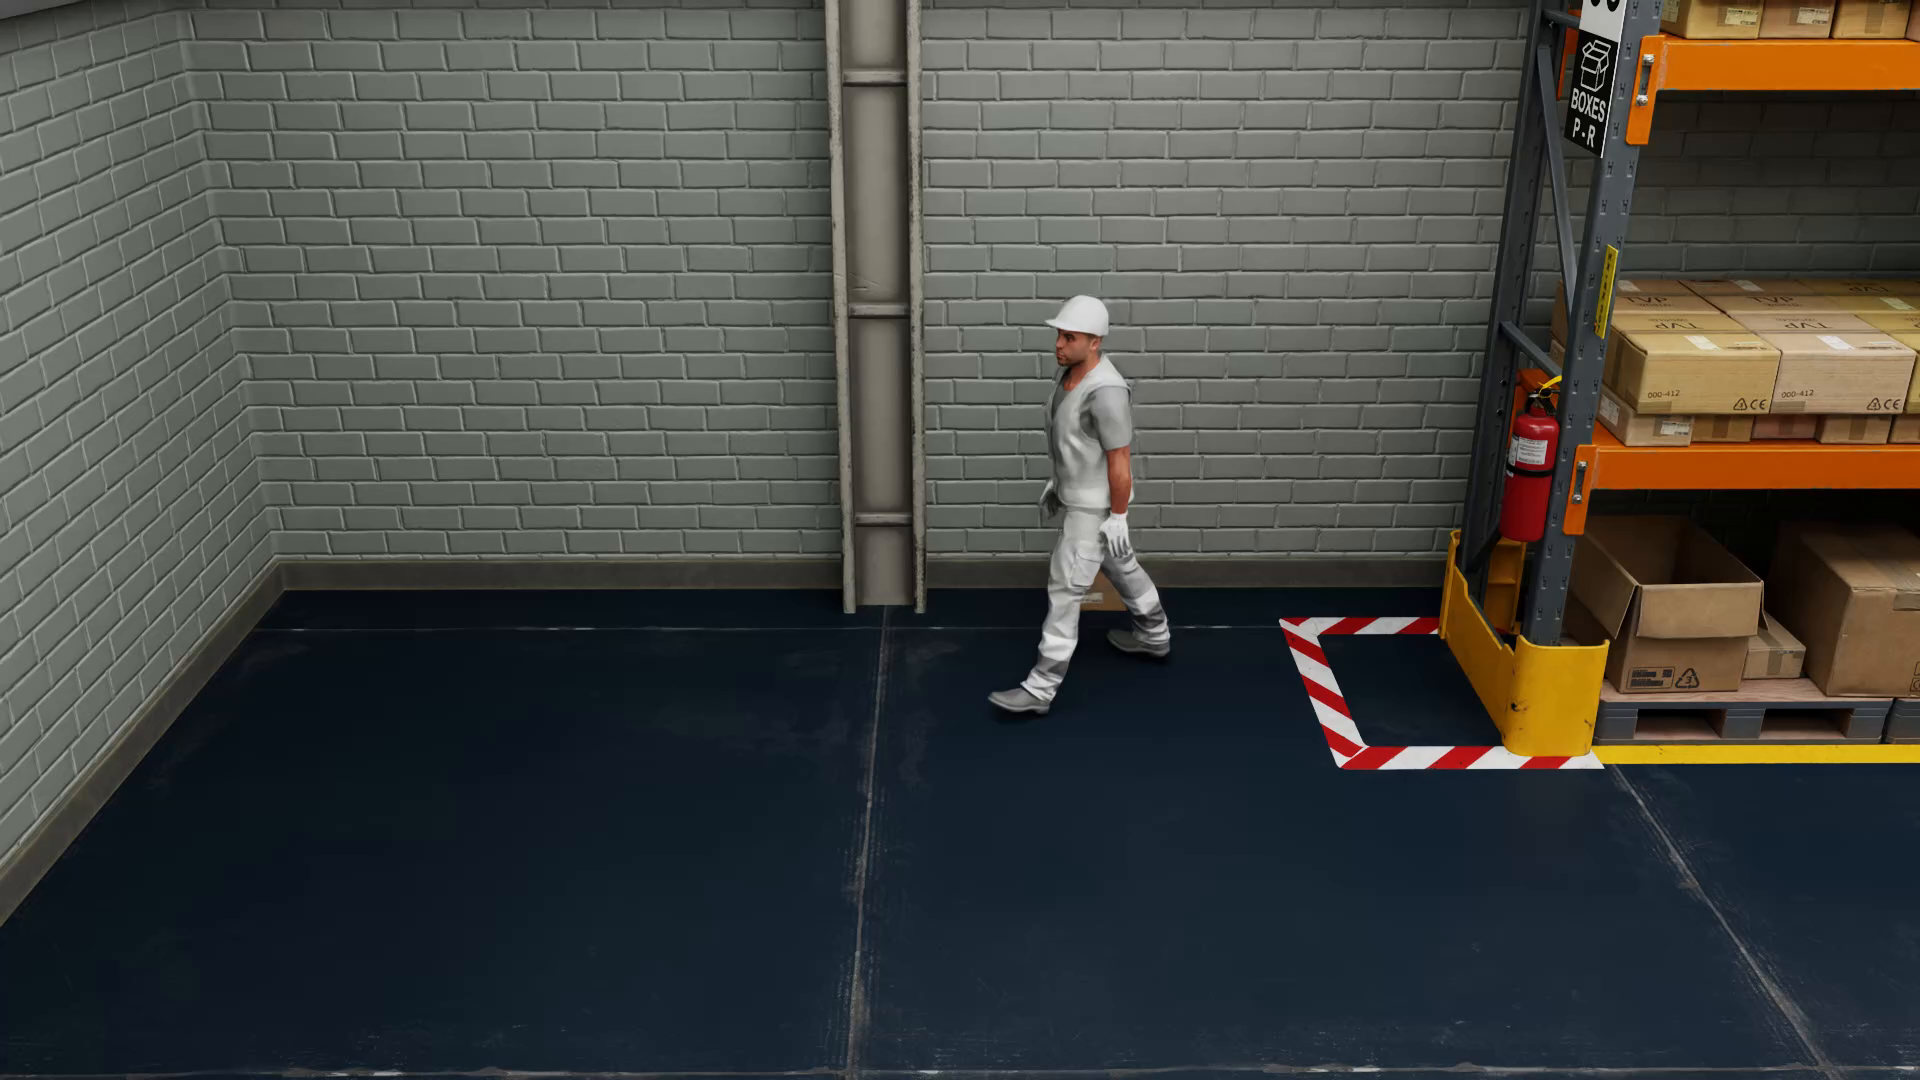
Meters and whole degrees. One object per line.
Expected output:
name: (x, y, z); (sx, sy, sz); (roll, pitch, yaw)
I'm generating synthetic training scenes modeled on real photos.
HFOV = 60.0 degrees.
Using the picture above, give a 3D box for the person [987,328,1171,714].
person: (0.518, -0.147, 6.978); (0.935, 1.710, 0.598); (-5, 24, -11)
